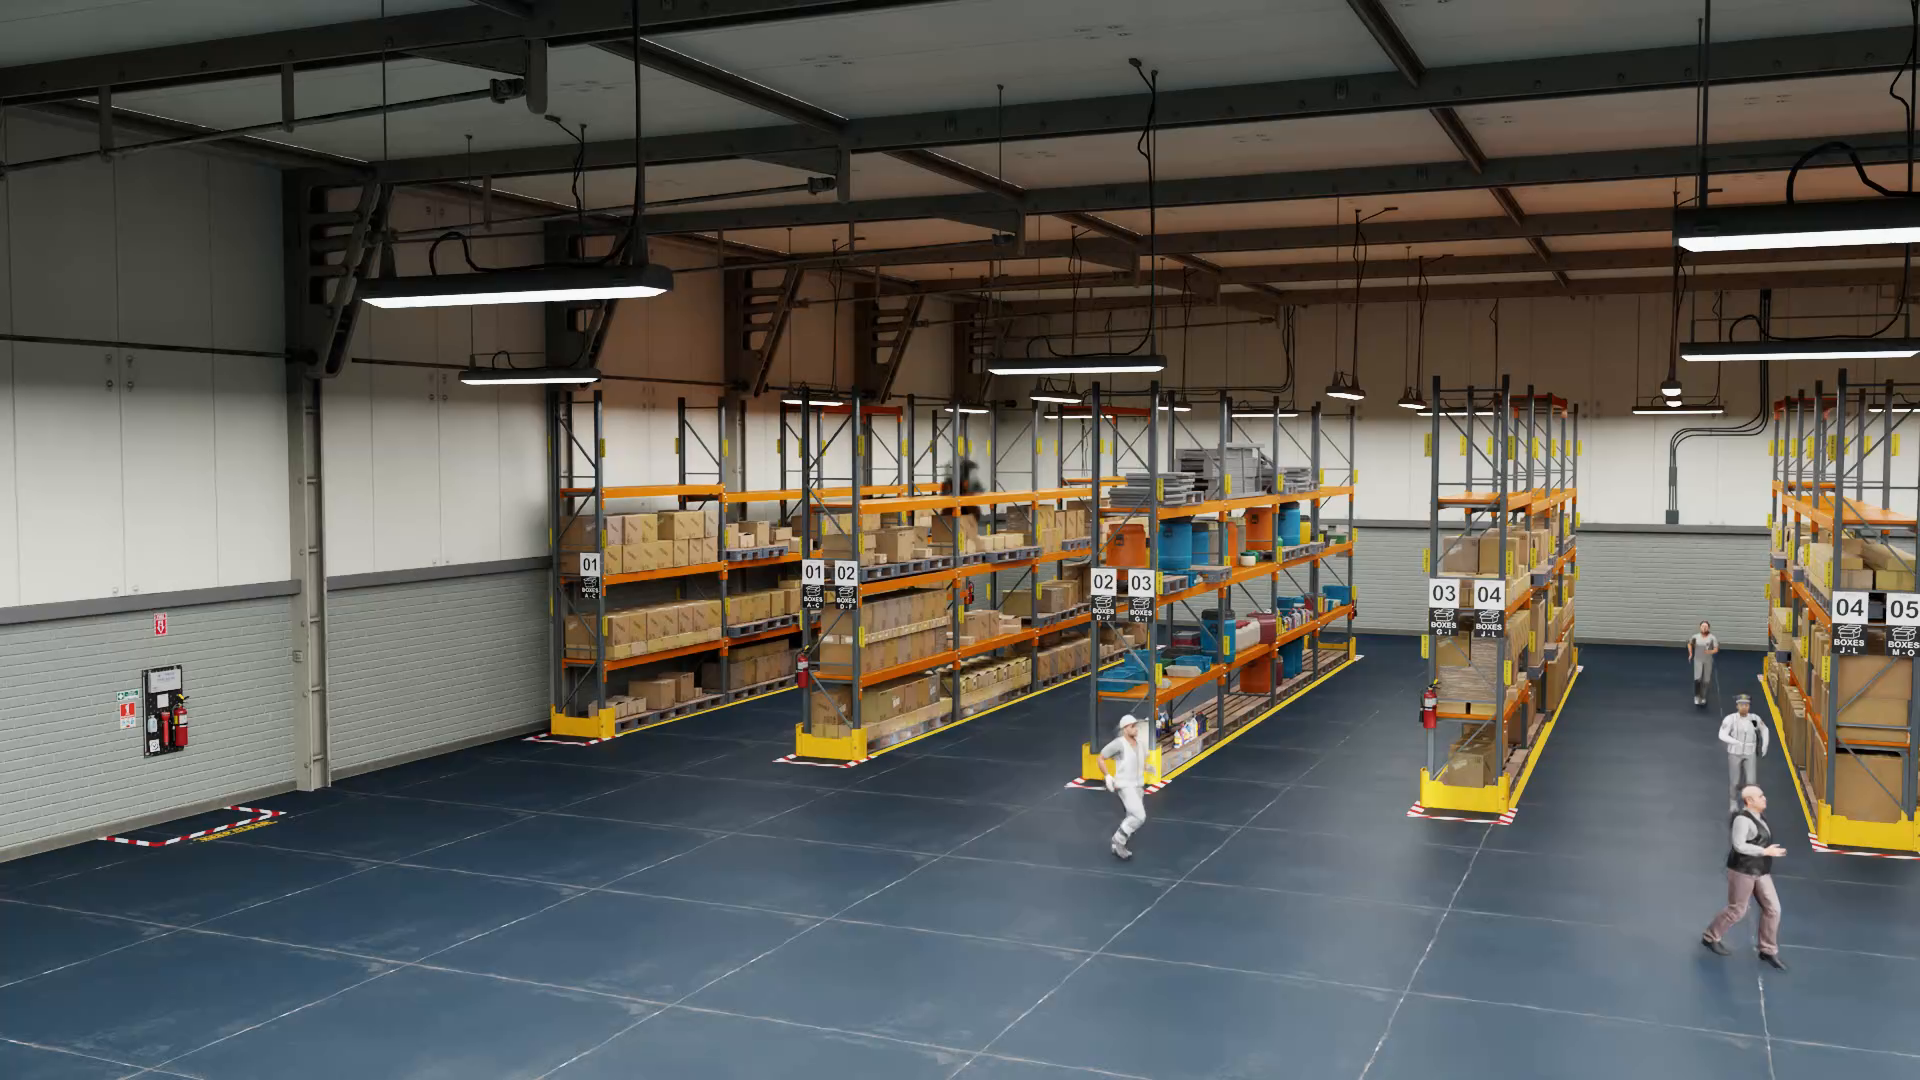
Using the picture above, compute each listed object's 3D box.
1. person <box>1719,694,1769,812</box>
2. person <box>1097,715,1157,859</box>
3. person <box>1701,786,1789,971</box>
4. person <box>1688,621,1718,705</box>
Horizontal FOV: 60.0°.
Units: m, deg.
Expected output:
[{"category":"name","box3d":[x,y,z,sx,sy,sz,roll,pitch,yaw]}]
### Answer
[{"category":"person","box3d":[10.547,2.939,22.386,0.632,1.764,0.722,1,3,19]},{"category":"person","box3d":[2.084,2.993,20.127,0.650,1.743,0.646,3,4,45]},{"category":"person","box3d":[7.611,3.255,16.099,0.642,1.772,0.803,-3,4,-40]},{"category":"person","box3d":[14.392,2.384,32.219,0.546,1.639,0.643,1,3,24]}]
